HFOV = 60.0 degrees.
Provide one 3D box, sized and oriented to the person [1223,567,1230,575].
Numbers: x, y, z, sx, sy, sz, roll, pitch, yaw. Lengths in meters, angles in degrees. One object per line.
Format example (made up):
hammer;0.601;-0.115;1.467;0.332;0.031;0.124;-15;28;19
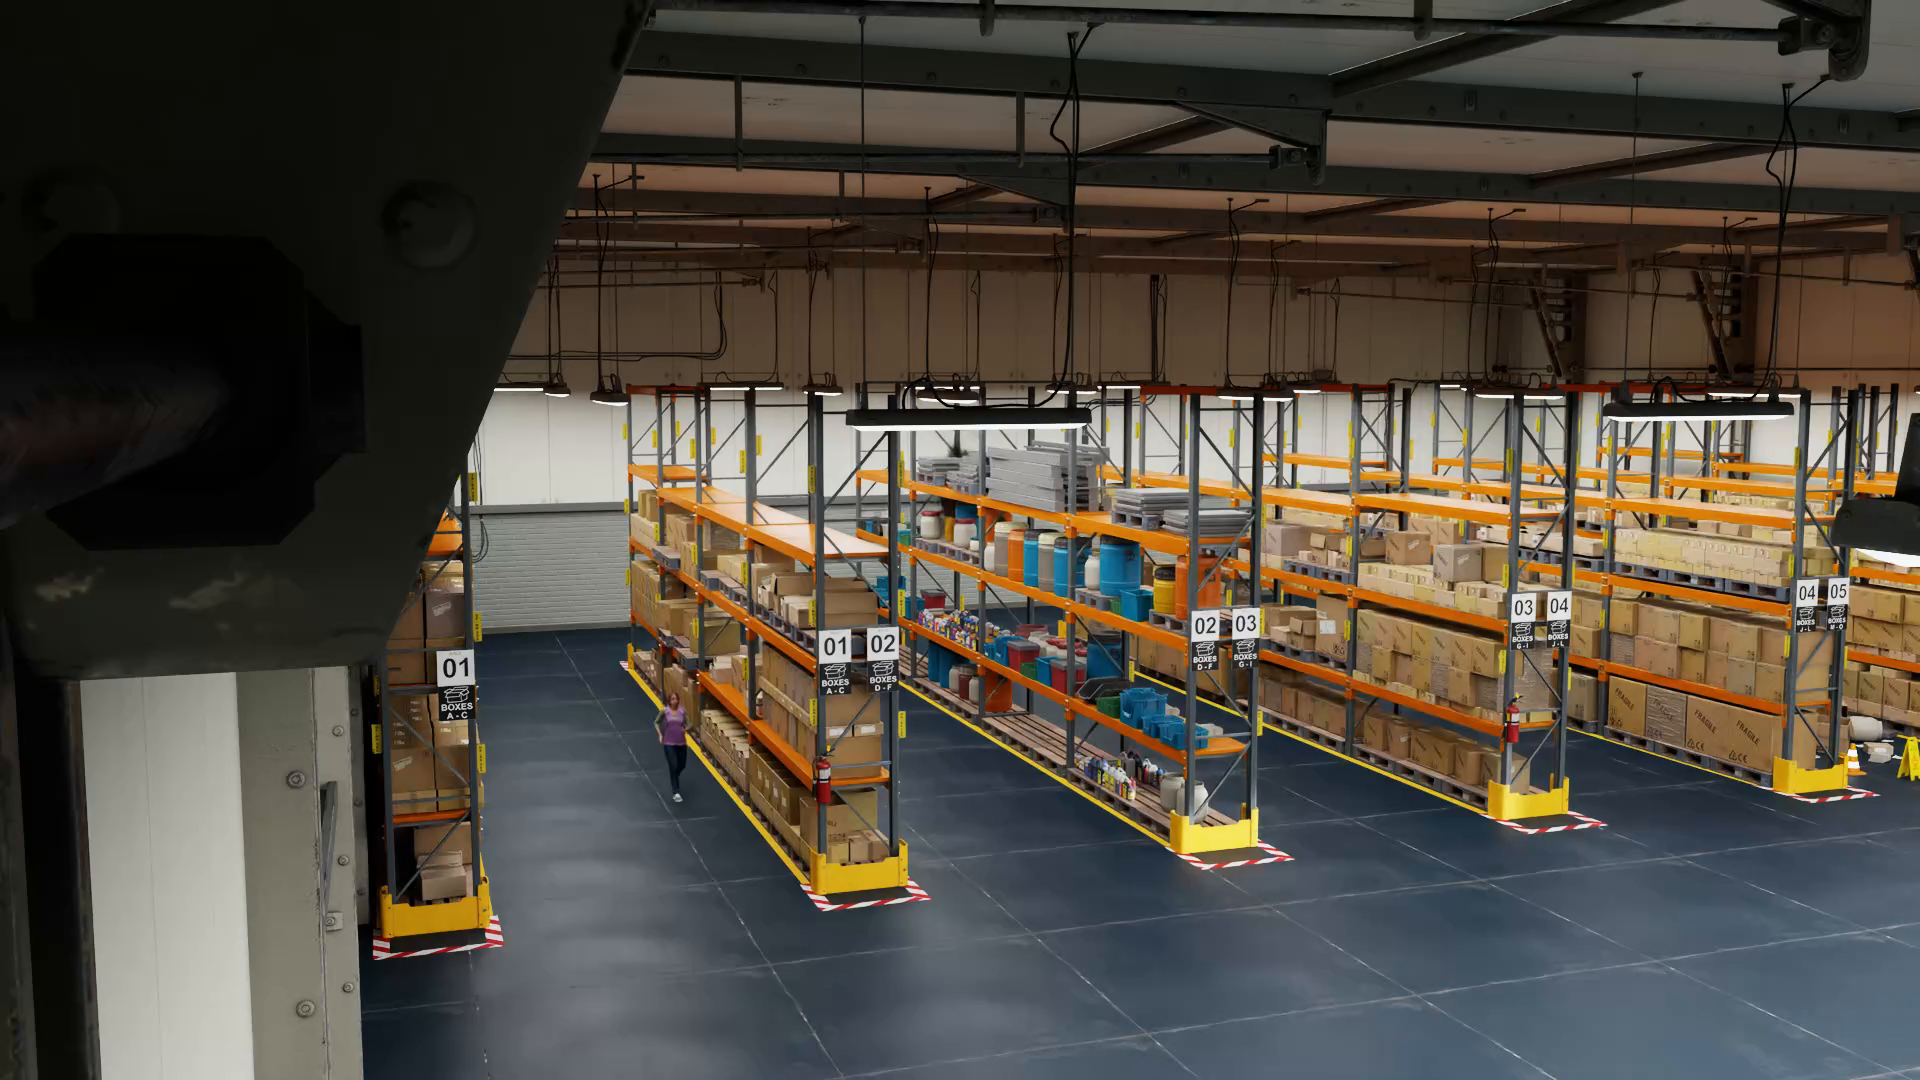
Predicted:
person;6.166;1.505;38.693;0.701;1.743;0.635;0;6;2

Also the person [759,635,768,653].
person;-4.007;1.913;34.162;0.604;1.544;0.541;-4;7;-31

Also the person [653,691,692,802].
person;-4.220;3.019;24.525;0.546;1.551;0.841;-2;6;-21
